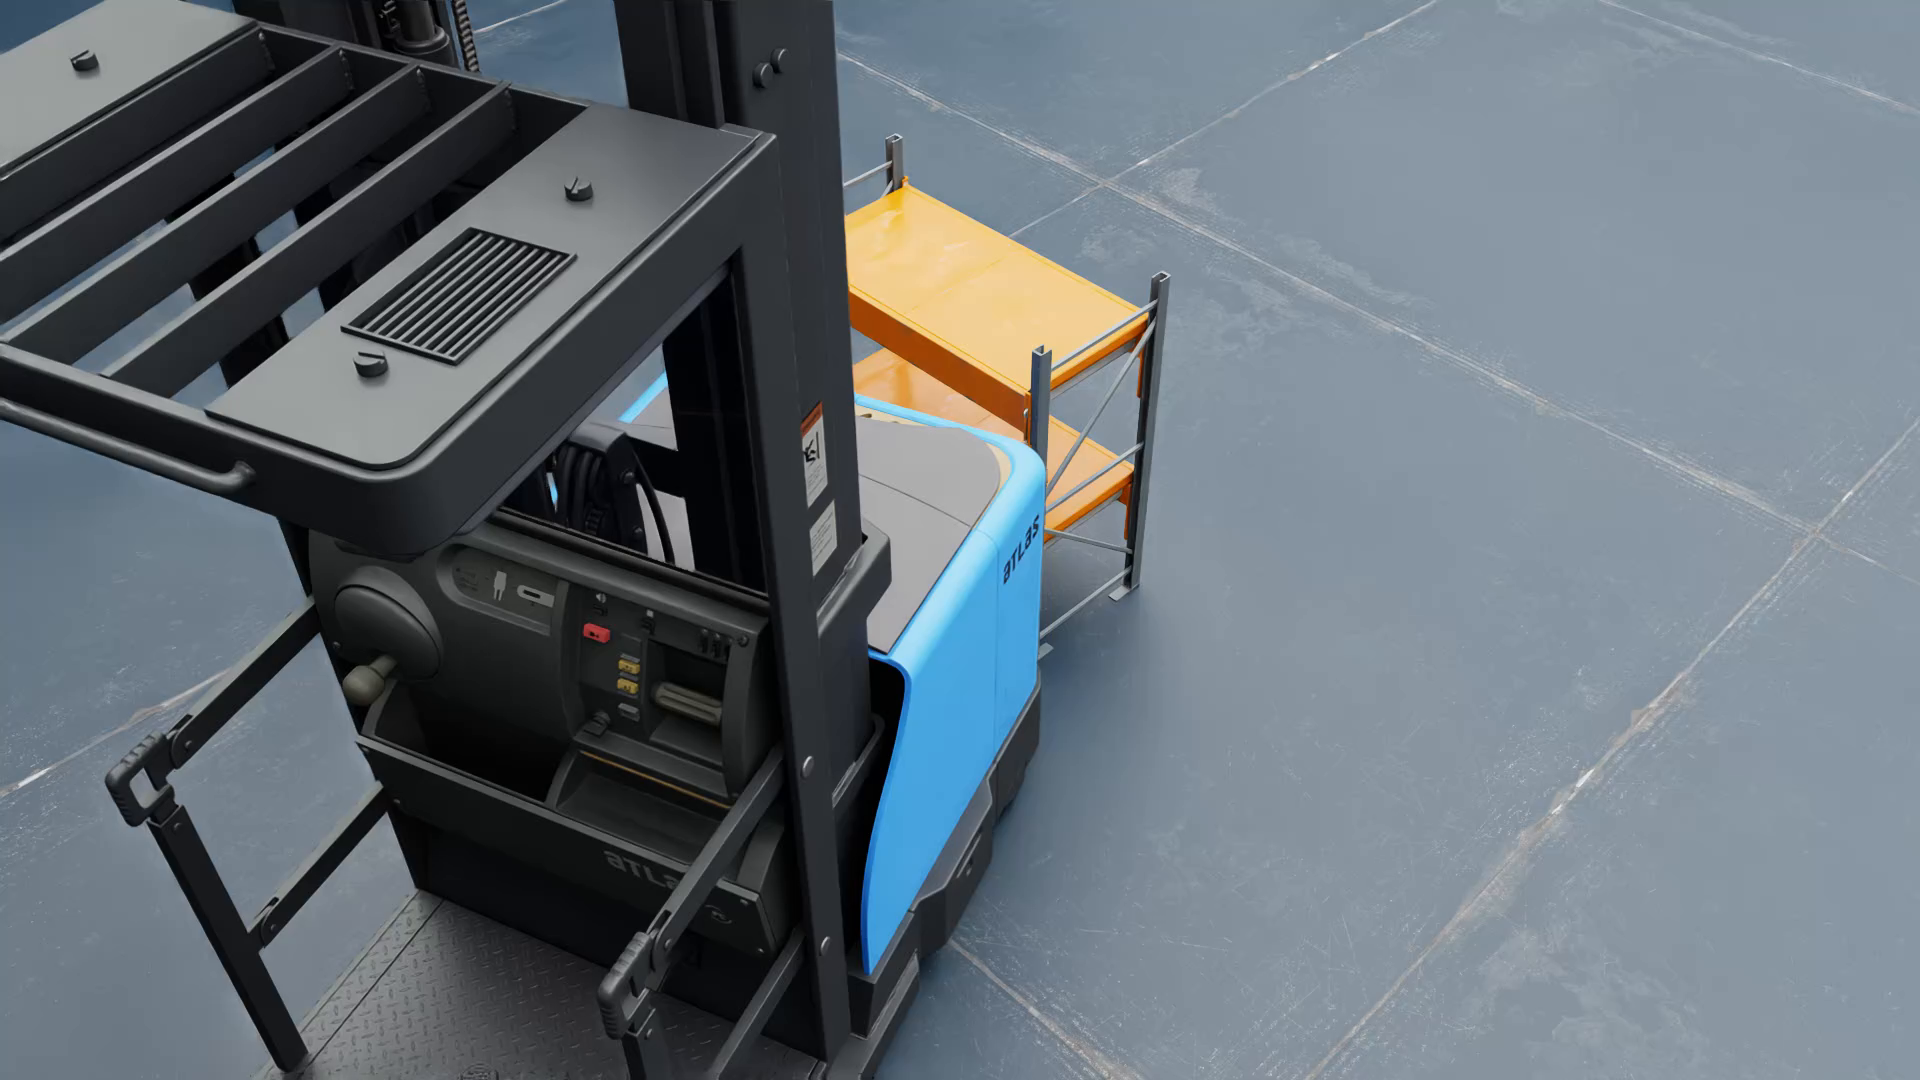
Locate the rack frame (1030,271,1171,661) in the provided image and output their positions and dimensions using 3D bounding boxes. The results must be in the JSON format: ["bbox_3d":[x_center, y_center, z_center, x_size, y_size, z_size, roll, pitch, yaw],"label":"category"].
[{"bbox_3d":[0.364,-0.166,4.600,0.500,1.125,0.032,-34,53,-31],"label":"rack frame"}]

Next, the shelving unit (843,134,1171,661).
[{"bbox_3d":[0.005,-0.410,4.865,0.538,1.125,1.048,-34,53,-31],"label":"shelving unit"}]

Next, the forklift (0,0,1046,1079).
[{"bbox_3d":[-0.856,0.266,2.802,1.130,2.935,3.031,17,45,18],"label":"forklift"}]

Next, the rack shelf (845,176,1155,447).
[{"bbox_3d":[0.005,-0.625,4.666,0.538,0.278,1.000,-34,53,-31],"label":"rack shelf"}]

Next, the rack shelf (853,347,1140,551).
[{"bbox_3d":[0.005,-0.230,5.031,0.538,0.278,1.000,-34,53,-31],"label":"rack shelf"}]

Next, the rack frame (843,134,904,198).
[{"bbox_3d":[-0.354,-0.654,5.129,0.500,1.125,0.032,-34,53,-31],"label":"rack frame"}]
